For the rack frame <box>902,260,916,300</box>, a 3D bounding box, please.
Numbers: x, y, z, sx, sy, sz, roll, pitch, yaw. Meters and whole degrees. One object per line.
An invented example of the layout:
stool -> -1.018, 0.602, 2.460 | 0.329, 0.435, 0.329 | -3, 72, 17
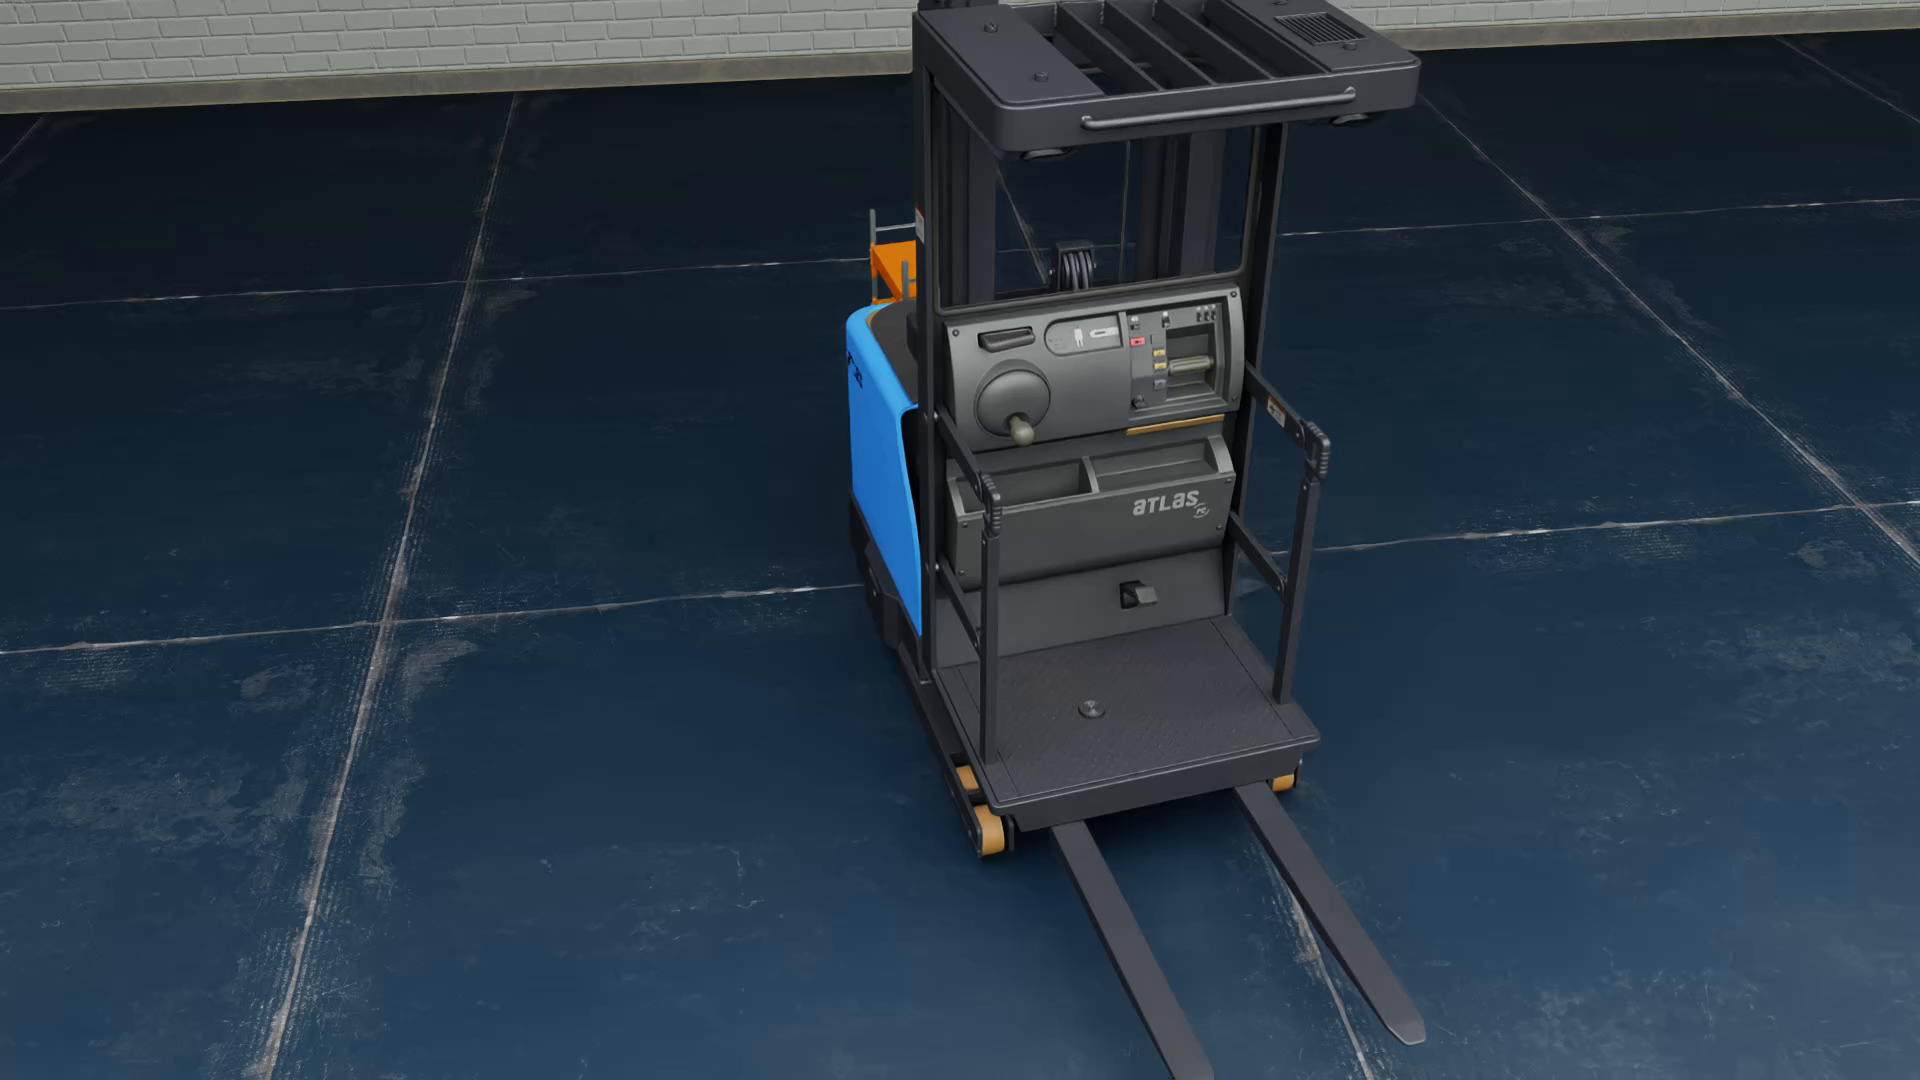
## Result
rack frame -> -0.098, -0.552, 6.494 | 0.240, 1.200, 0.015 | -10, 35, -14

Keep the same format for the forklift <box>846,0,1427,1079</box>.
forklift -> 0.481, -0.462, 4.825 | 1.130, 2.935, 3.031 | -10, 35, -14

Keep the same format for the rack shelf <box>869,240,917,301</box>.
rack shelf -> -0.168, -1.008, 6.466 | 0.258, 0.148, 0.480 | -10, 35, -14

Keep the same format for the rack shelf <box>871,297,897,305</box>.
rack shelf -> -0.168, -0.812, 6.599 | 0.258, 0.148, 0.480 | -10, 35, -14

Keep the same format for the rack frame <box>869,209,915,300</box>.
rack frame -> -0.239, -0.815, 6.880 | 0.240, 1.200, 0.015 | -10, 35, -14

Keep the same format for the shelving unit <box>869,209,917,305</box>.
shelving unit -> -0.168, -0.683, 6.687 | 0.258, 1.200, 0.503 | -10, 35, -14
